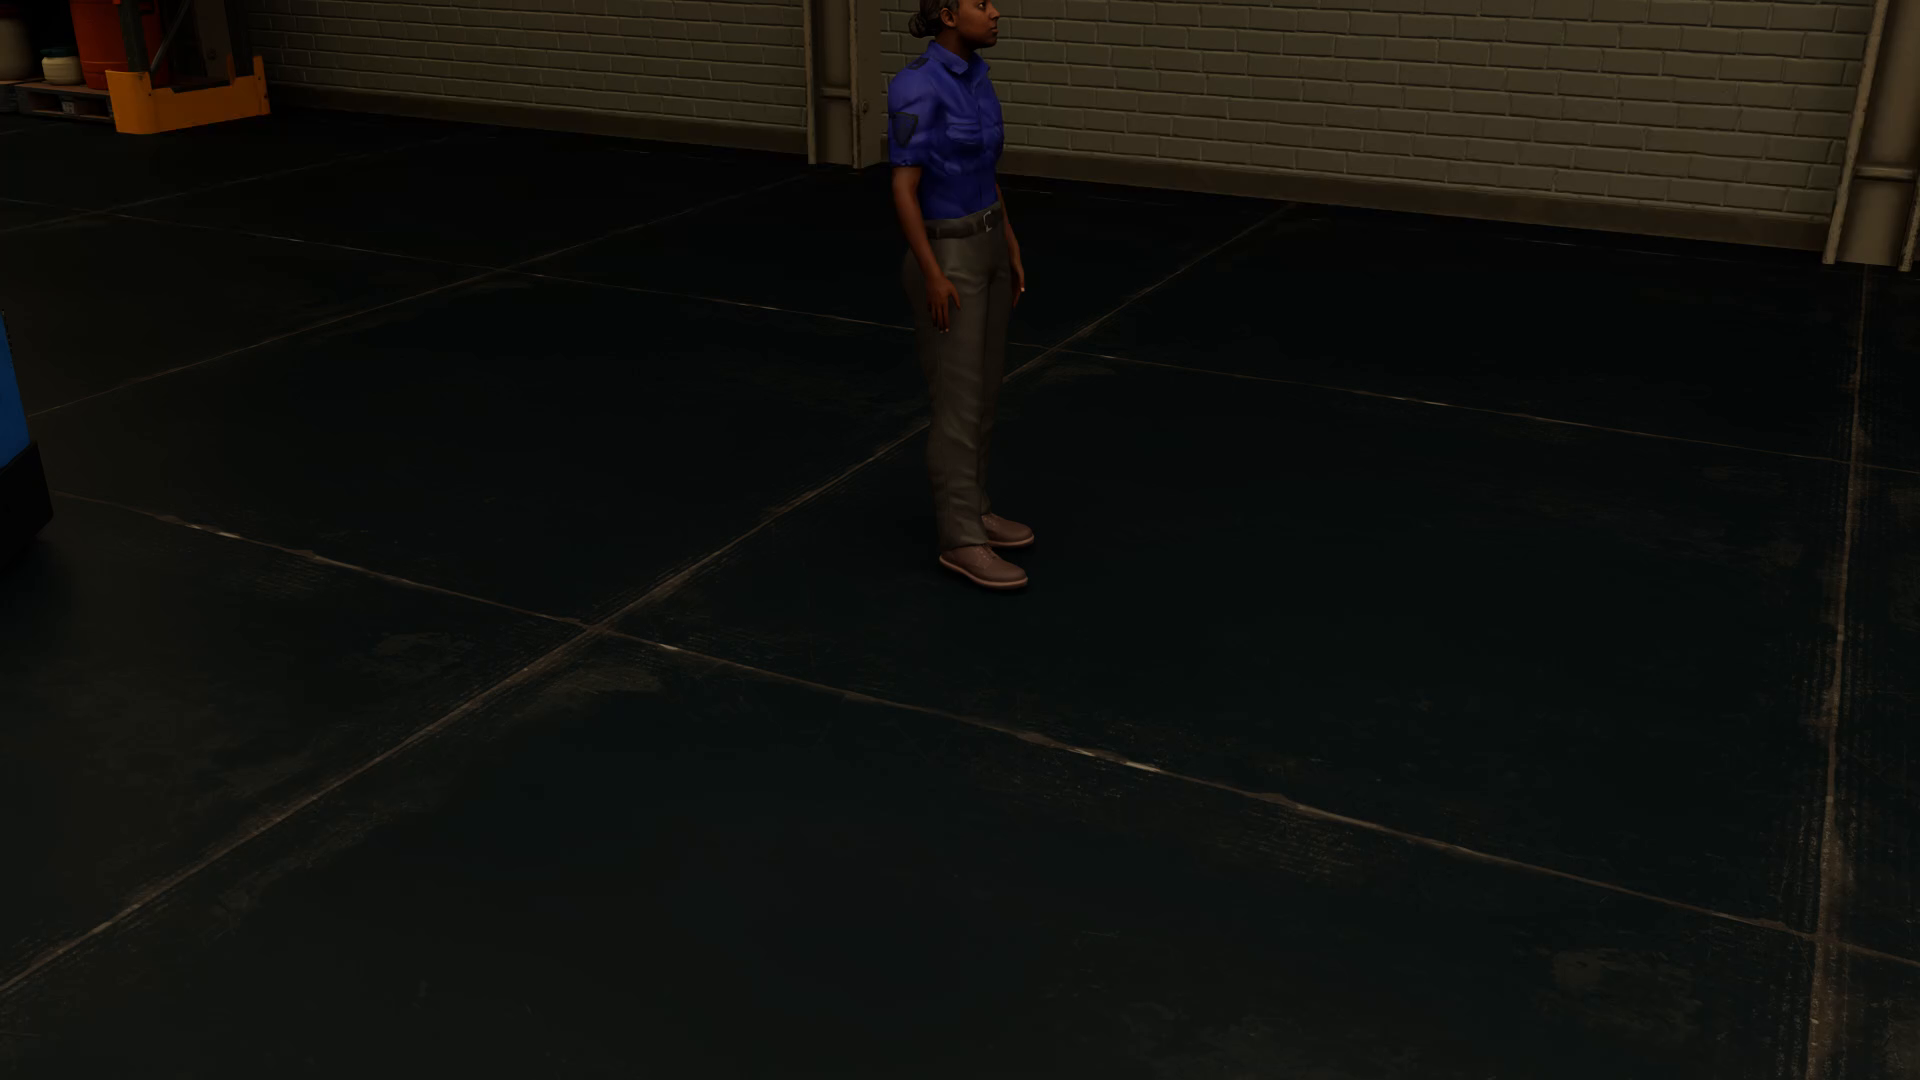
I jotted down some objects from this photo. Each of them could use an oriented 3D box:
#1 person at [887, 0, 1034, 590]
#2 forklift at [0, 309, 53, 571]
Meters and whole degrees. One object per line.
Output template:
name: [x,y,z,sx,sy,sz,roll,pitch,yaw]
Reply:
person: [0.068,-0.746,4.687,0.504,1.654,0.569,11,25,25]
forklift: [-4.195,-1.107,3.922,3.031,2.935,1.130,-3,23,-7]
